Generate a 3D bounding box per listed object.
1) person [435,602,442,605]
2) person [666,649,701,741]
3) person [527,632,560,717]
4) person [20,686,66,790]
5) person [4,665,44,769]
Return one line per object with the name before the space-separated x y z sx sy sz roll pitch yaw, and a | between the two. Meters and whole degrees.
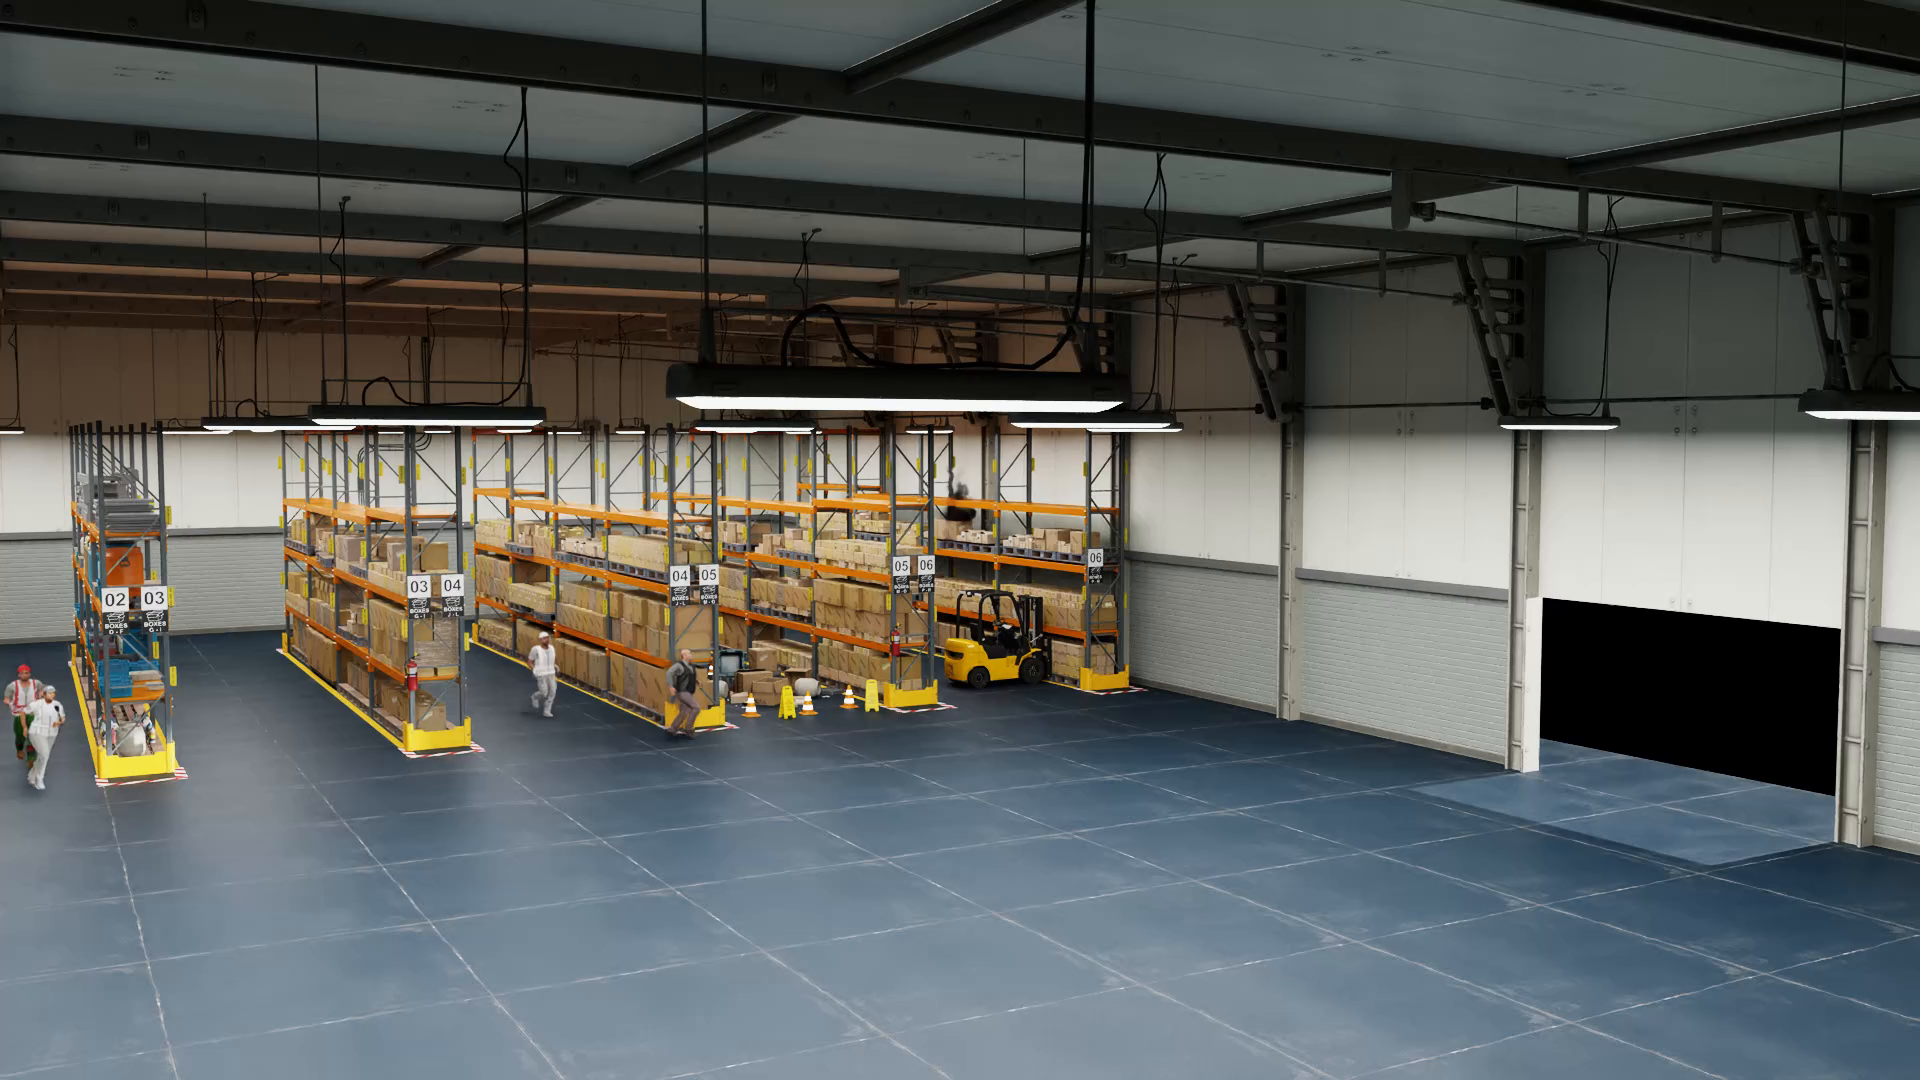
person | -13.792 2.110 44.326 0.763 1.750 0.998 -2 4 -25
person | -5.182 2.917 31.542 0.698 1.678 0.641 1 4 18
person | -8.531 2.749 34.121 0.683 1.735 0.625 -3 5 -43
person | -15.033 3.220 27.323 0.693 1.651 0.614 2 4 34
person | -16.246 3.038 28.896 0.634 1.777 0.984 -2 4 -34
